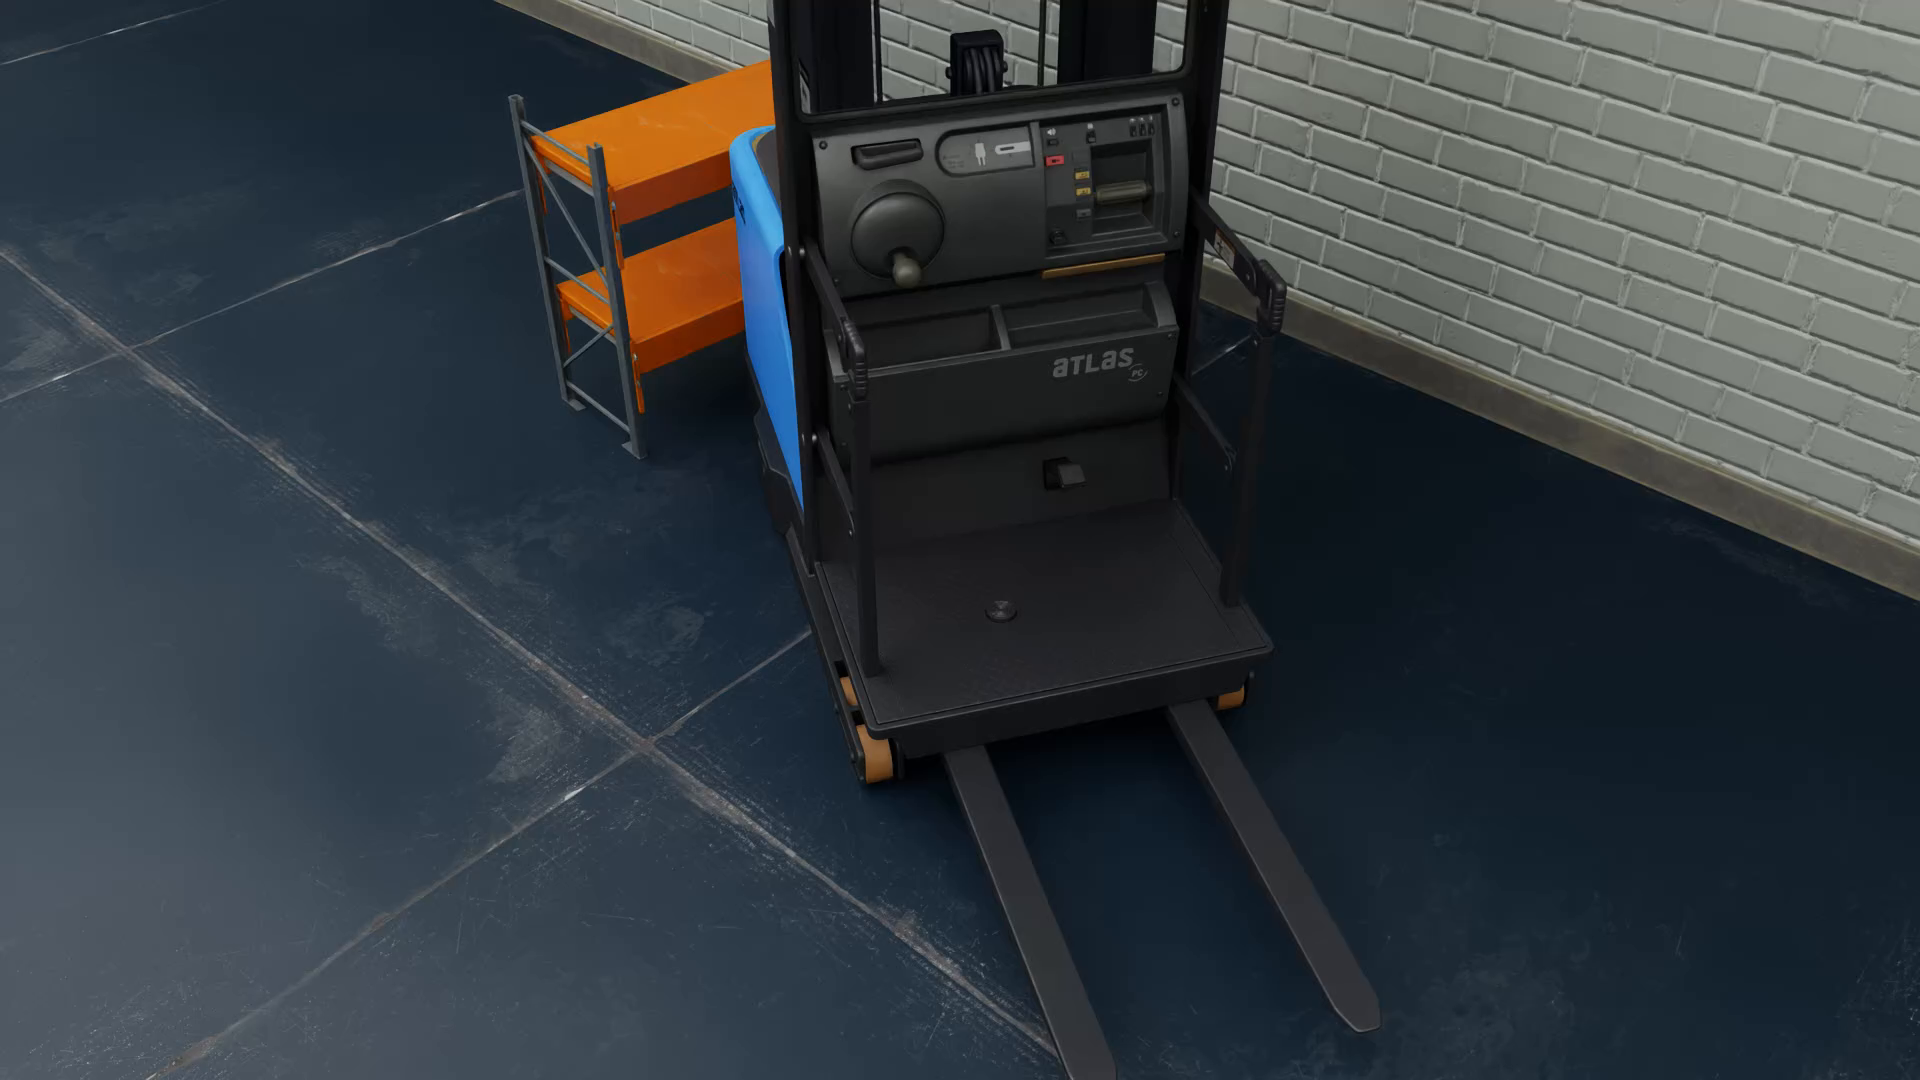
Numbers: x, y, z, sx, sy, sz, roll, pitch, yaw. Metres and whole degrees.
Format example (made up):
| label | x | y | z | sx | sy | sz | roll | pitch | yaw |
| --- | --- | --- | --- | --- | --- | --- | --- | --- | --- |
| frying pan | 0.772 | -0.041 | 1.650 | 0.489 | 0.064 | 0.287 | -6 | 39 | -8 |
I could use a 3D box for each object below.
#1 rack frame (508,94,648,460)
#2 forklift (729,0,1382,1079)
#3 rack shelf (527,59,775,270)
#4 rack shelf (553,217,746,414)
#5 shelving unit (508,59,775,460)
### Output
| label | x | y | z | sx | sy | sz | roll | pitch | yaw |
| --- | --- | --- | --- | --- | --- | --- | --- | --- | --- |
| rack frame | -1.230 | -0.830 | 5.390 | 0.032 | 1.125 | 0.500 | -29 | 47 | -31 |
| forklift | 0.171 | -0.775 | 3.869 | 1.130 | 2.935 | 3.031 | -10 | 40 | -12 |
| rack shelf | -0.850 | -1.270 | 5.472 | 1.000 | 0.278 | 0.538 | -29 | 47 | -31 |
| rack shelf | -0.850 | -0.849 | 5.807 | 1.000 | 0.278 | 0.538 | -29 | 47 | -31 |
| shelving unit | -0.850 | -1.041 | 5.654 | 1.048 | 1.125 | 0.538 | -29 | 47 | -31 |
